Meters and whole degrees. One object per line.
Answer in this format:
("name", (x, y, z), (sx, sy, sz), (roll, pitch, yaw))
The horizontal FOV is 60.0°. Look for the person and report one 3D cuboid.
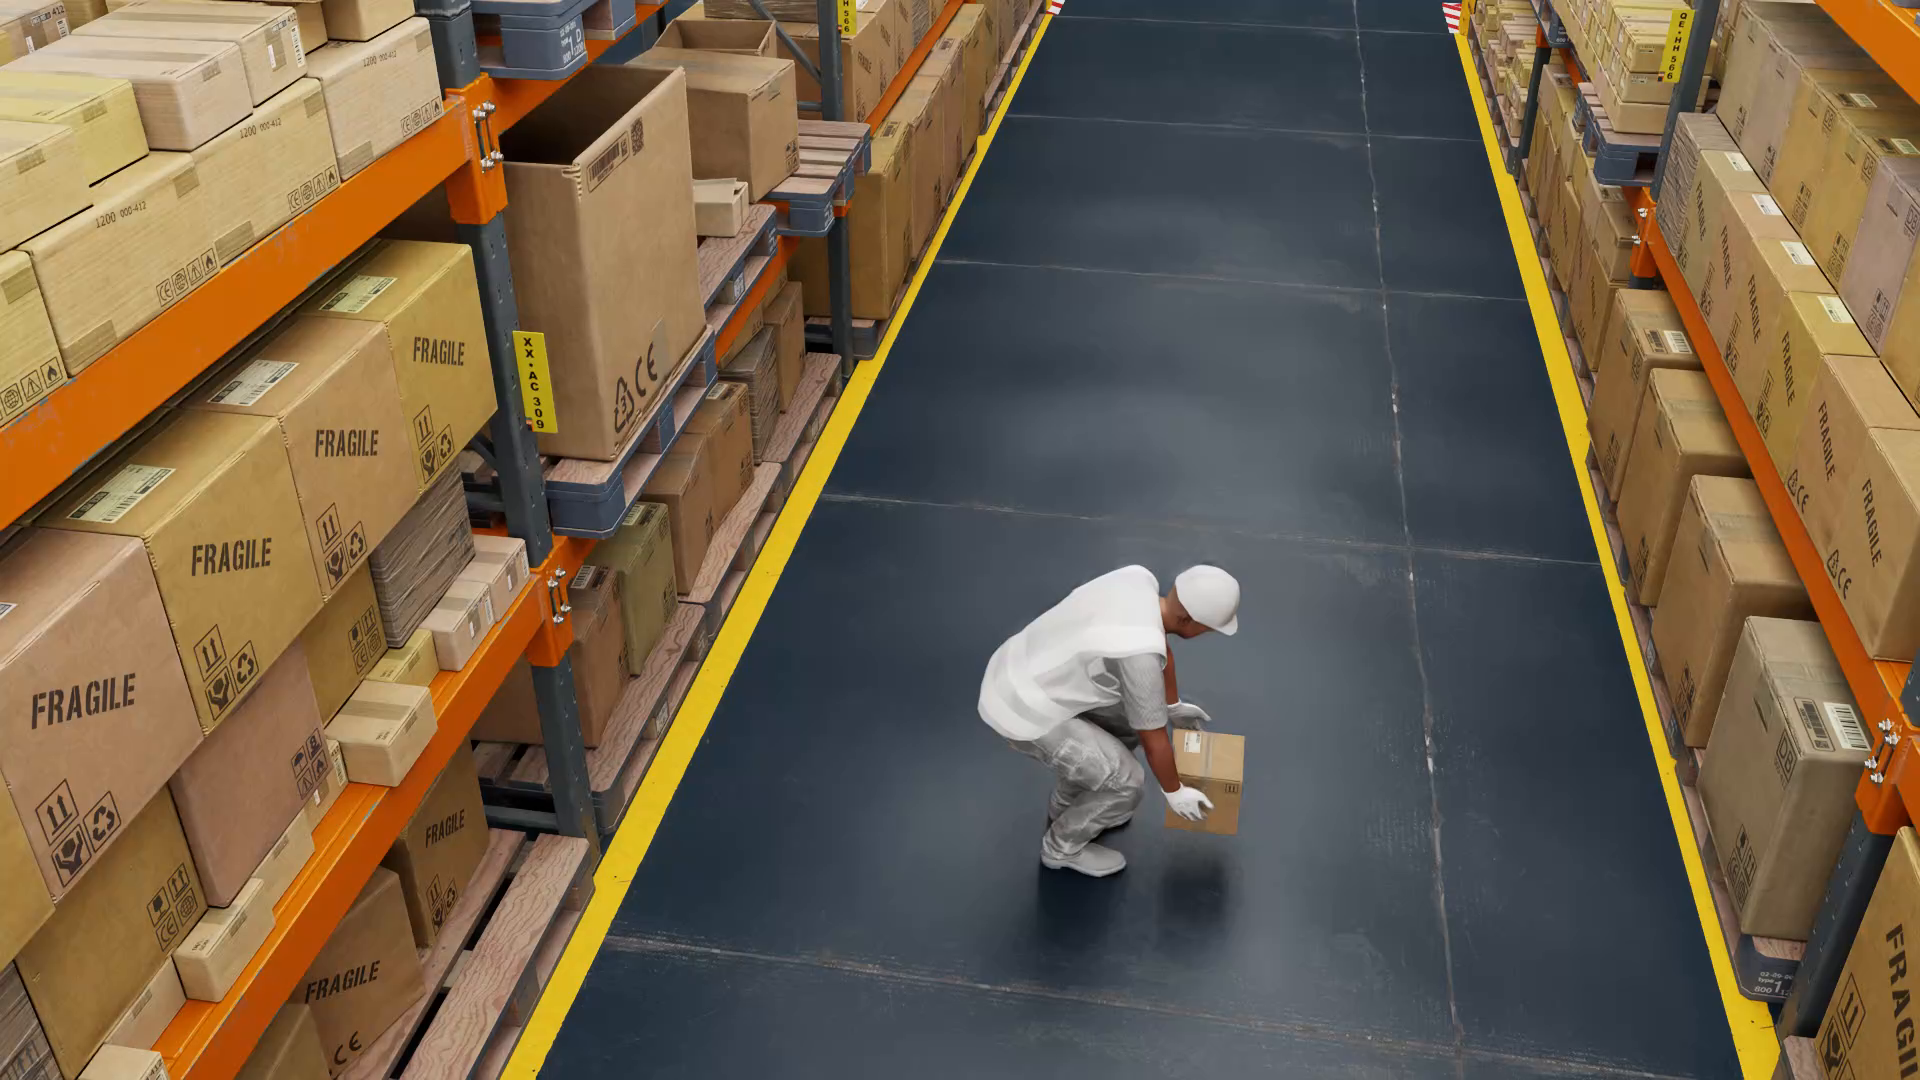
("person", (0.500, 0.572, 5.774), (0.852, 1.183, 0.597), (5, 32, 8))
